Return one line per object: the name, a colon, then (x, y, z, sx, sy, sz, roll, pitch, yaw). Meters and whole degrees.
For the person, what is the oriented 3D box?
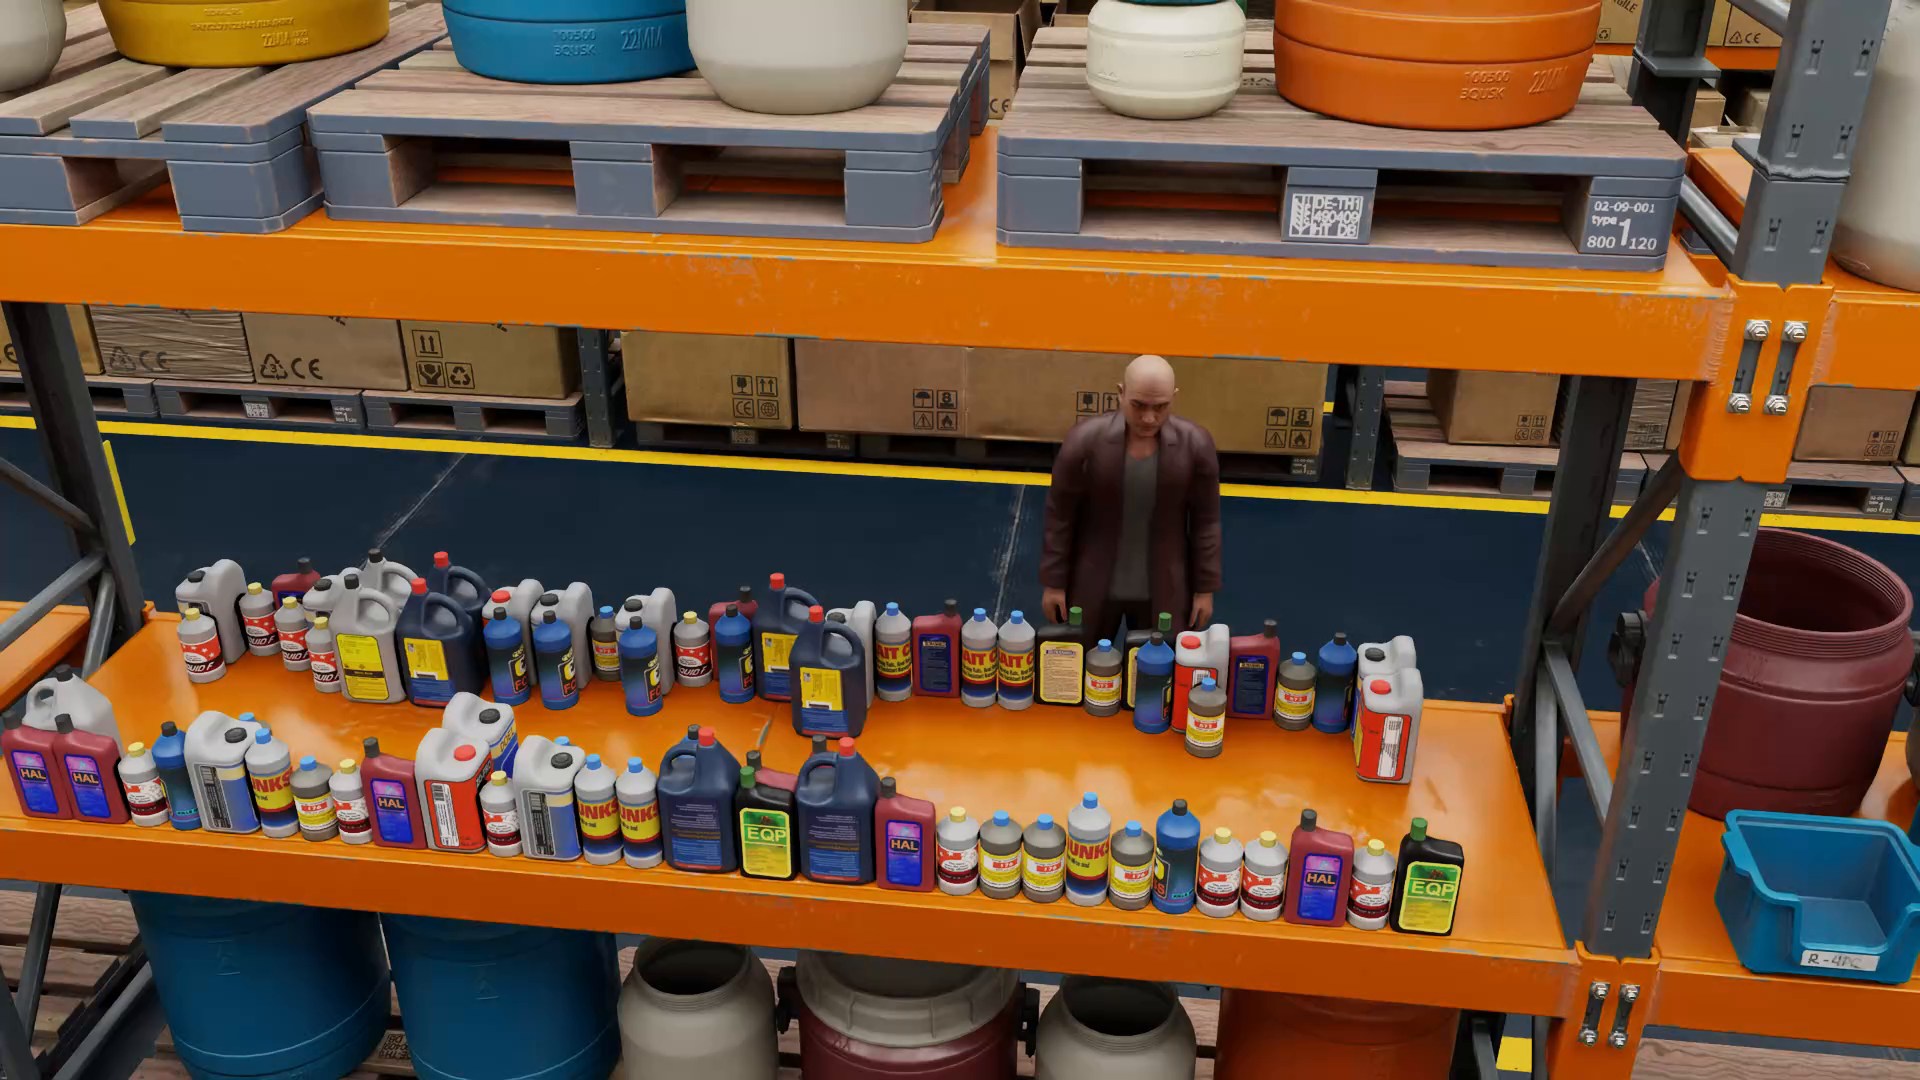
person: (0.591, 0.171, 5.819, 0.647, 1.772, 0.429, 2, 28, 3)
